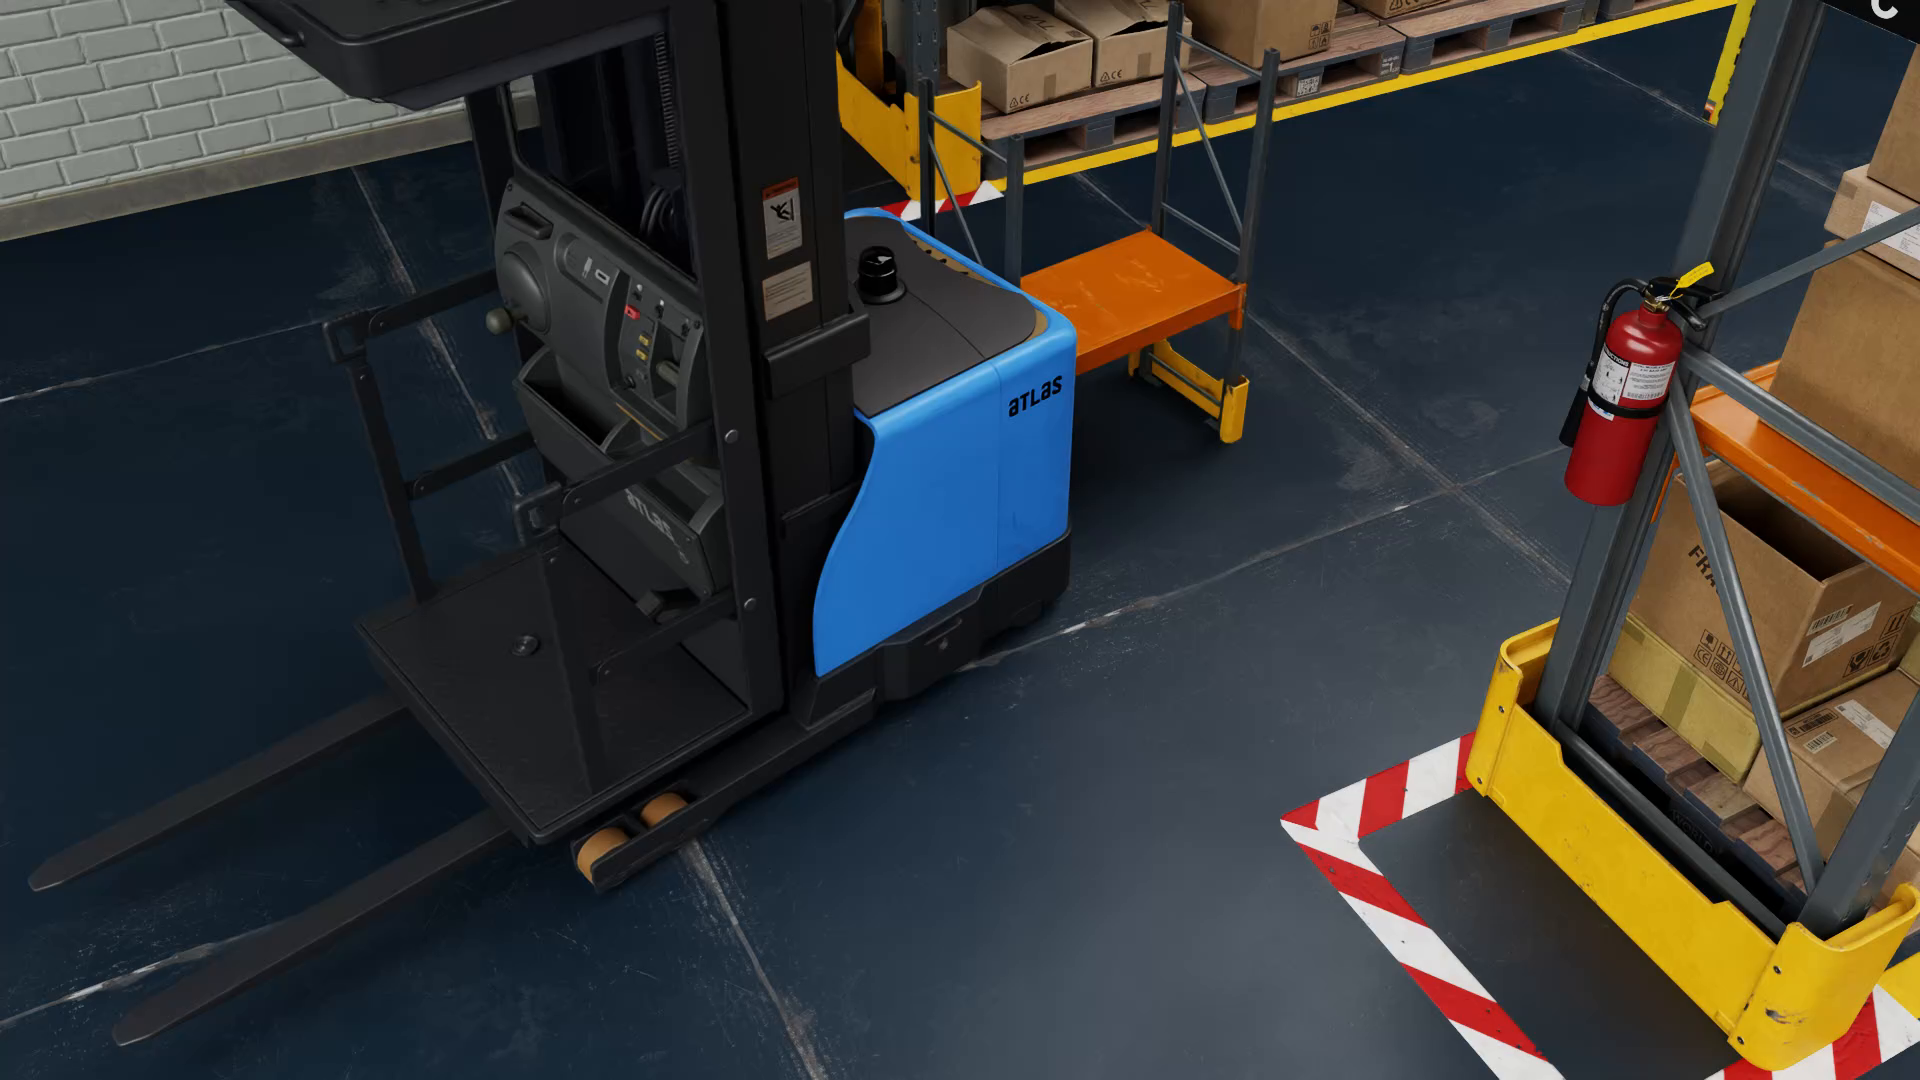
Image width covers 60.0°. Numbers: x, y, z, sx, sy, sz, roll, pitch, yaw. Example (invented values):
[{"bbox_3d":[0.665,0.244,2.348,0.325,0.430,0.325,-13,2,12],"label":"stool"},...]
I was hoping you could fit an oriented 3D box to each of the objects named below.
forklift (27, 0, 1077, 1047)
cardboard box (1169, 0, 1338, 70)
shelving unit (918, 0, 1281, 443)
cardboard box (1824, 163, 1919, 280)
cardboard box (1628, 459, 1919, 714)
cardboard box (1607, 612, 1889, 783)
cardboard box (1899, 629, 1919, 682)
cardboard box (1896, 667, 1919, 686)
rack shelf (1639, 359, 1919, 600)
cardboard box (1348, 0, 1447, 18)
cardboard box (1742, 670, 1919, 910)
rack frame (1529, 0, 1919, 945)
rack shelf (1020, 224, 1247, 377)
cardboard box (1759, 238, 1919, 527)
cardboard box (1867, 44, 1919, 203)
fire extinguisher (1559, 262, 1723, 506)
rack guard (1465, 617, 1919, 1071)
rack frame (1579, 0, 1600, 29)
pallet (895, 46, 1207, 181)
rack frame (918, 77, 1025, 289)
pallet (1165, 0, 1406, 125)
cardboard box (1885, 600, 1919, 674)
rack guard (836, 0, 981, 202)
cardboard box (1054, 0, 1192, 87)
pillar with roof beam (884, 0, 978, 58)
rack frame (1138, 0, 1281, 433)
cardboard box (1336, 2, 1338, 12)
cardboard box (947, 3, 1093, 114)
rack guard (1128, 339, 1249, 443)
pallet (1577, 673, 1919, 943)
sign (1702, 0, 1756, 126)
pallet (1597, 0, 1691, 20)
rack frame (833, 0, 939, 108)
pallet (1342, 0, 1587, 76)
[{"bbox_3d":[-1.084,-0.541,4.120,3.031,2.935,1.130,-29,48,-30],"label":"forklift"},{"bbox_3d":[1.462,-2.756,8.279,0.500,0.500,0.700,-21,45,-23],"label":"cardboard box"},{"bbox_3d":[0.450,-0.908,5.662,1.083,1.500,0.587,-25,46,-26],"label":"shelving unit"},{"bbox_3d":[2.170,-0.699,3.674,0.250,0.149,0.380,-19,44,-21],"label":"cardboard box"},{"bbox_3d":[2.257,0.083,4.553,0.500,0.500,0.500,-19,44,-21],"label":"cardboard box"},{"bbox_3d":[2.258,0.370,4.794,0.500,0.250,0.500,-19,44,-21],"label":"cardboard box"},{"bbox_3d":[2.940,0.230,4.379,0.500,0.500,0.500,-19,44,-21],"label":"cardboard box"},{"bbox_3d":[2.939,0.515,4.623,0.500,0.250,0.500,-19,44,-21],"label":"cardboard box"},{"bbox_3d":[3.693,-0.512,4.590,4.000,0.370,1.077,-19,44,-21],"label":"rack shelf"},{"bbox_3d":[2.273,-3.102,8.687,0.500,0.500,0.500,-22,45,-24],"label":"cardboard box"},{"bbox_3d":[2.497,0.667,4.444,0.500,0.250,0.500,-19,44,-21],"label":"cardboard box"},{"bbox_3d":[1.919,-0.190,3.653,0.127,3.000,1.000,-19,44,-21],"label":"rack frame"},{"bbox_3d":[0.443,-0.768,5.774,1.000,0.185,0.538,-25,46,-26],"label":"rack shelf"},{"bbox_3d":[2.339,-0.360,3.776,0.500,0.500,0.700,-19,44,-21],"label":"cardboard box"},{"bbox_3d":[2.386,-0.871,3.376,0.500,0.500,0.700,-18,44,-20],"label":"cardboard box"},{"bbox_3d":[1.599,-0.391,3.950,0.183,0.674,0.296,-19,44,-21],"label":"fire extinguisher"},{"bbox_3d":[1.898,0.771,4.452,0.348,0.500,1.175,-19,44,-21],"label":"rack guard"},{"bbox_3d":[3.175,-4.221,8.415,0.127,3.000,1.000,-19,44,-21],"label":"rack frame"},{"bbox_3d":[0.432,-2.208,8.195,1.213,0.211,1.003,-19,44,-21],"label":"pallet"},{"bbox_3d":[0.029,-0.714,5.432,0.032,1.500,0.500,-25,46,-26],"label":"rack frame"},{"bbox_3d":[1.512,-2.569,8.622,1.213,0.211,1.003,-19,44,-21],"label":"pallet"},{"bbox_3d":[2.696,0.214,4.979,0.500,0.250,0.500,-19,44,-21],"label":"cardboard box"},{"bbox_3d":[-0.305,-2.096,7.839,0.348,0.500,1.175,-19,44,-21],"label":"rack guard"},{"bbox_3d":[0.788,-2.494,8.115,0.500,0.311,0.500,-15,43,-17],"label":"cardboard box"},{"bbox_3d":[1.837,-3.555,2.984,0.400,9.000,9.100,-19,44,-21],"label":"pillar with roof beam"},{"bbox_3d":[0.856,-1.096,5.884,0.032,1.500,0.500,-25,46,-26],"label":"rack frame"},{"bbox_3d":[1.747,-2.835,8.644,0.250,0.149,0.380,-22,45,-24],"label":"cardboard box"},{"bbox_3d":[0.283,-2.324,7.914,0.500,0.311,0.500,-24,46,-25],"label":"cardboard box"},{"bbox_3d":[0.855,-0.618,6.287,0.087,0.250,0.587,-25,46,-26],"label":"rack guard"},{"bbox_3d":[2.578,0.622,4.851,1.213,0.211,1.003,-19,44,-21],"label":"pallet"},{"bbox_3d":[1.681,-1.037,3.574,0.005,0.325,0.100,-19,44,-21],"label":"sign"},{"bbox_3d":[3.865,-3.390,9.591,1.213,0.211,1.003,-19,44,-21],"label":"pallet"},{"bbox_3d":[-0.373,-3.027,7.005,0.127,3.000,1.000,-19,44,-21],"label":"rack frame"},{"bbox_3d":[2.596,-2.936,9.055,1.213,0.211,1.003,-19,44,-21],"label":"pallet"}]
